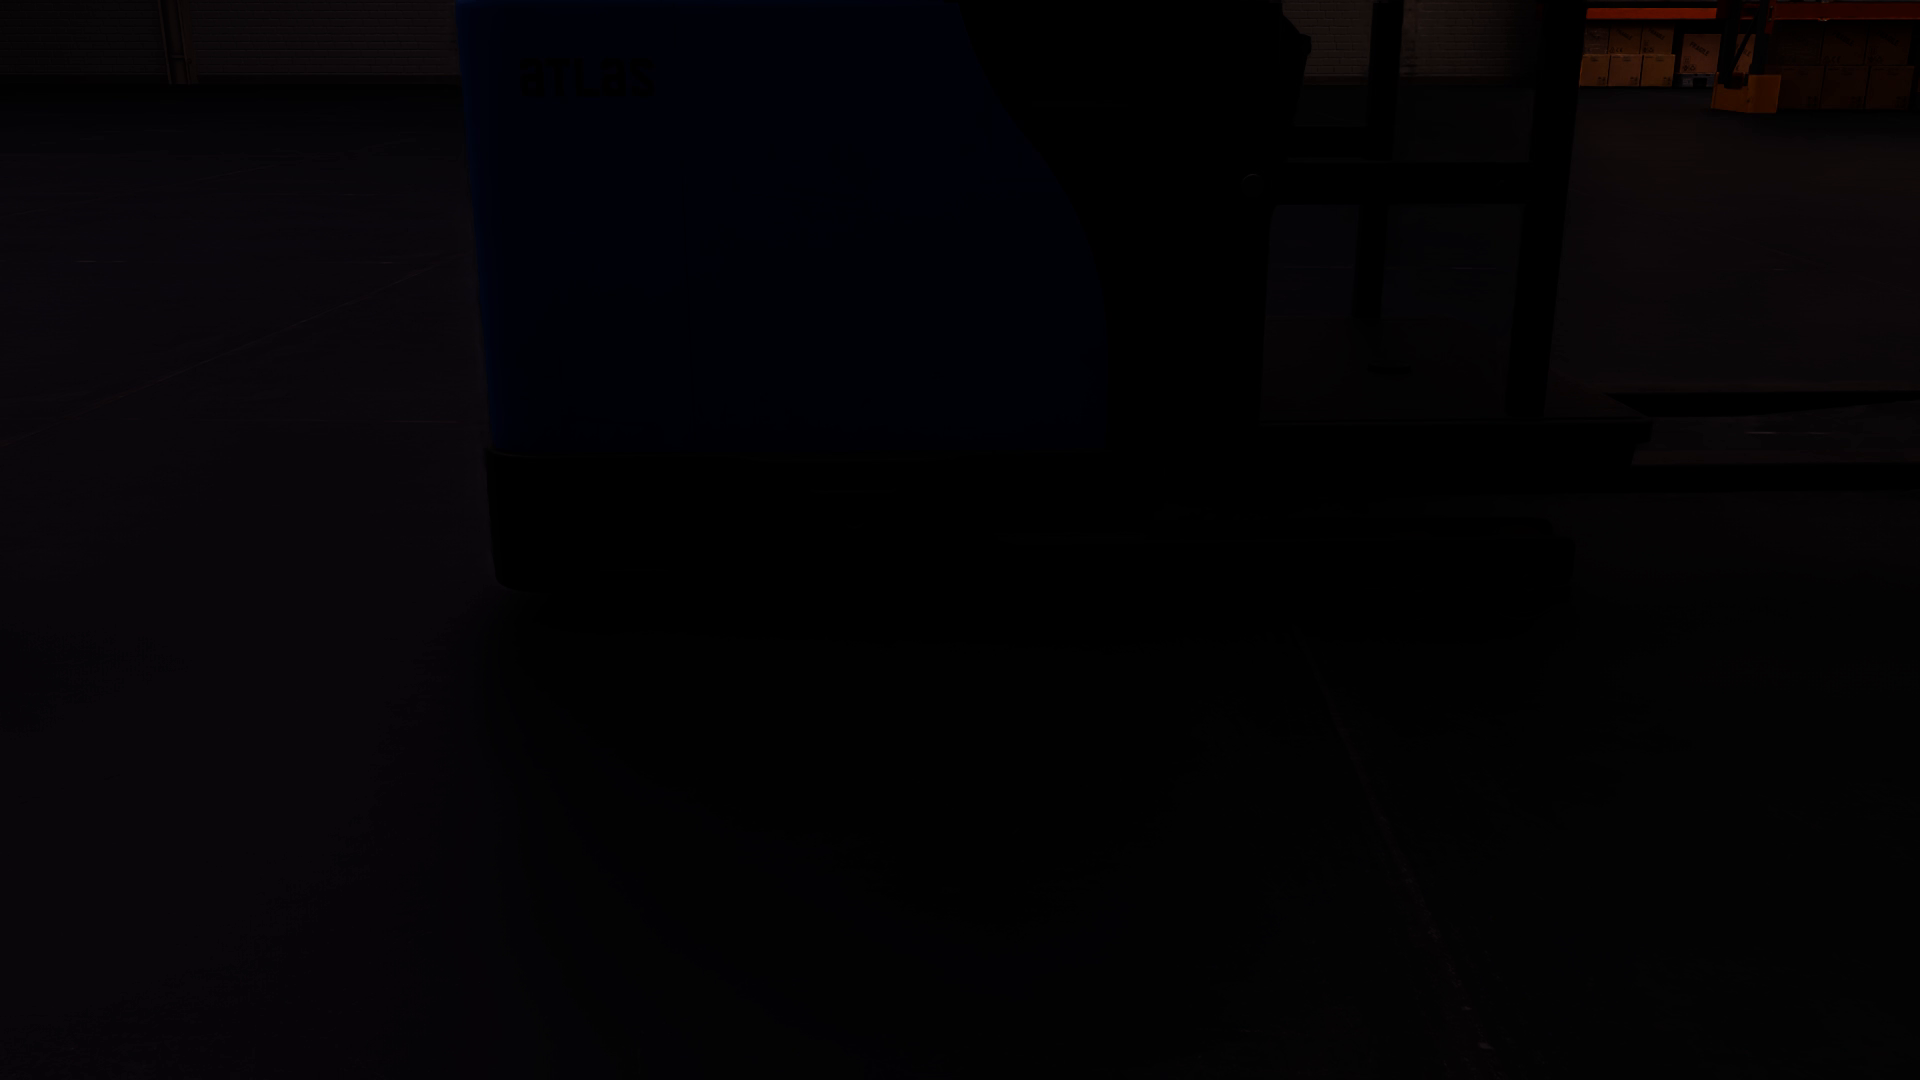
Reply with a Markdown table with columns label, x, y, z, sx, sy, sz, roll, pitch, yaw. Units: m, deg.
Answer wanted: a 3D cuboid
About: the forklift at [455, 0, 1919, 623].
| label | x | y | z | sx | sy | sz | roll | pitch | yaw |
| --- | --- | --- | --- | --- | --- | --- | --- | --- | --- |
| forklift | 0.680 | -1.413 | 2.978 | 3.031 | 2.935 | 1.130 | -1 | 17 | -2 |
